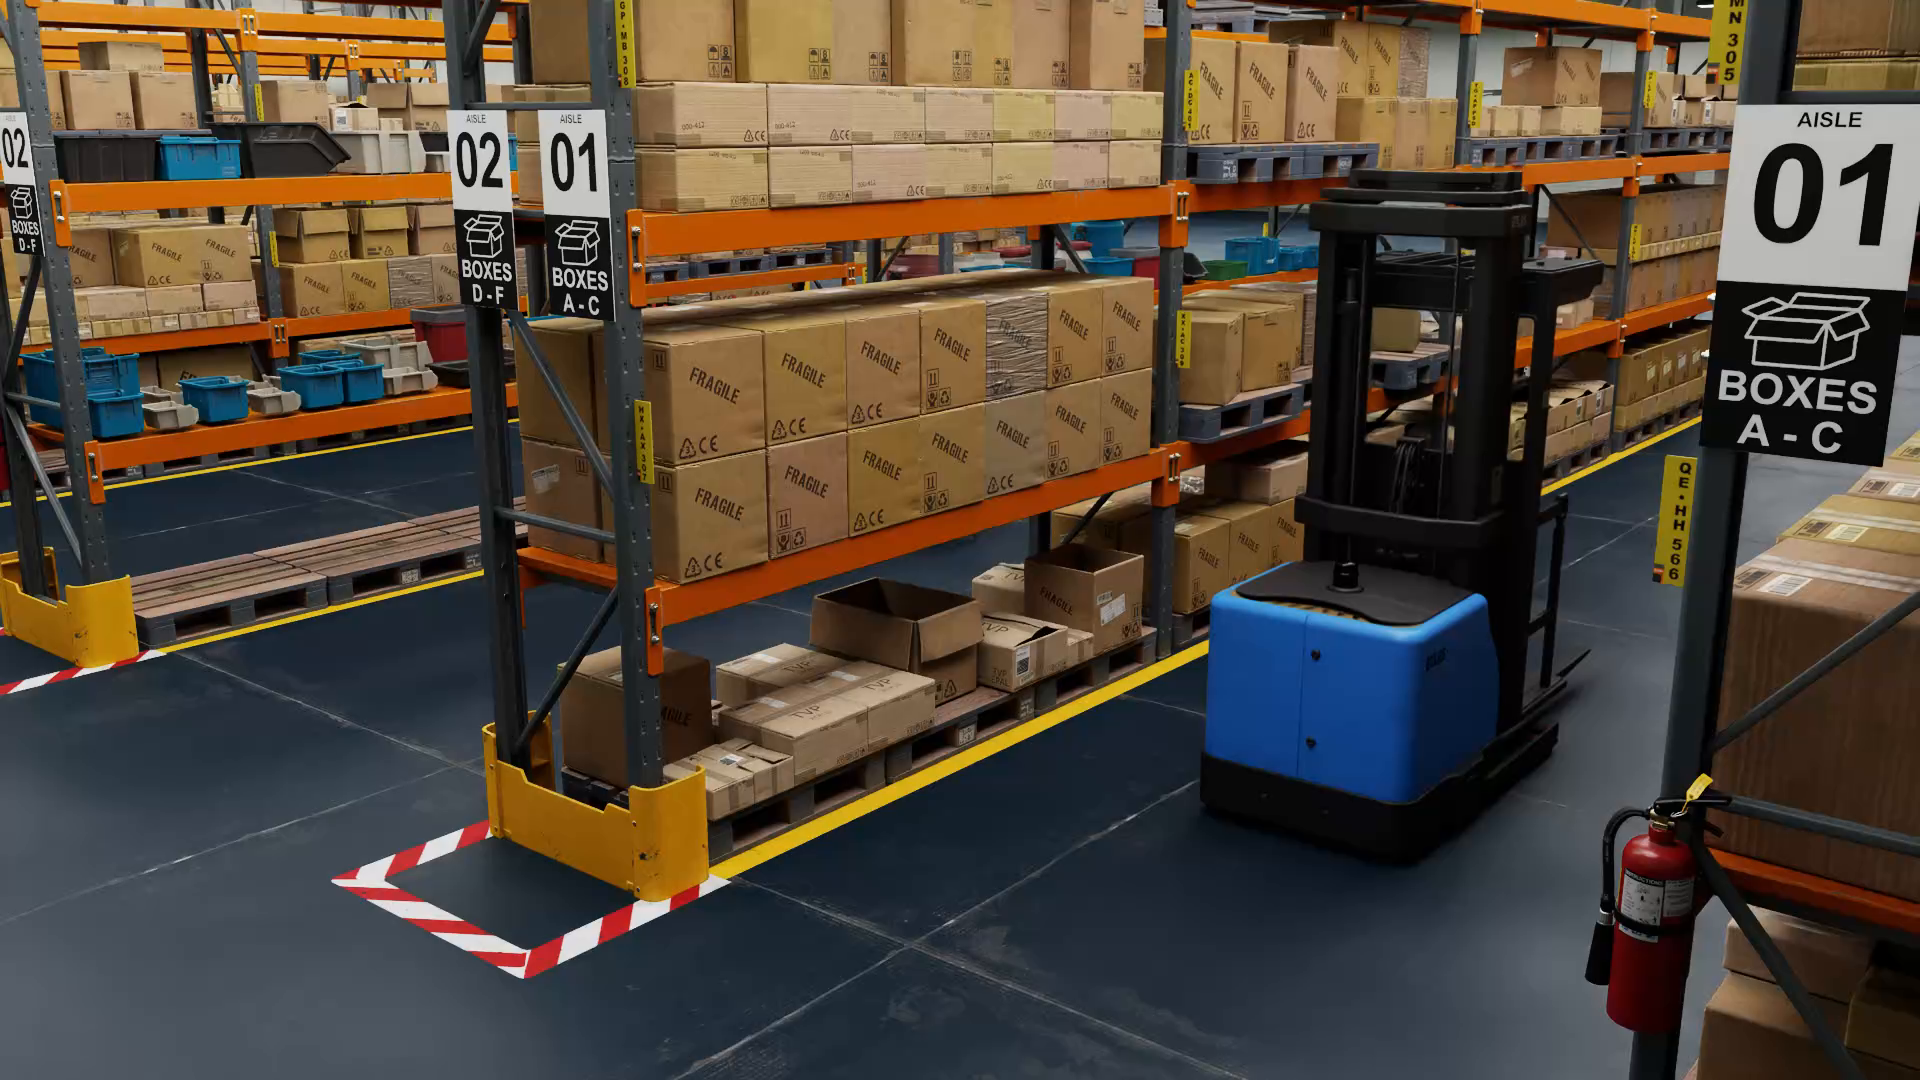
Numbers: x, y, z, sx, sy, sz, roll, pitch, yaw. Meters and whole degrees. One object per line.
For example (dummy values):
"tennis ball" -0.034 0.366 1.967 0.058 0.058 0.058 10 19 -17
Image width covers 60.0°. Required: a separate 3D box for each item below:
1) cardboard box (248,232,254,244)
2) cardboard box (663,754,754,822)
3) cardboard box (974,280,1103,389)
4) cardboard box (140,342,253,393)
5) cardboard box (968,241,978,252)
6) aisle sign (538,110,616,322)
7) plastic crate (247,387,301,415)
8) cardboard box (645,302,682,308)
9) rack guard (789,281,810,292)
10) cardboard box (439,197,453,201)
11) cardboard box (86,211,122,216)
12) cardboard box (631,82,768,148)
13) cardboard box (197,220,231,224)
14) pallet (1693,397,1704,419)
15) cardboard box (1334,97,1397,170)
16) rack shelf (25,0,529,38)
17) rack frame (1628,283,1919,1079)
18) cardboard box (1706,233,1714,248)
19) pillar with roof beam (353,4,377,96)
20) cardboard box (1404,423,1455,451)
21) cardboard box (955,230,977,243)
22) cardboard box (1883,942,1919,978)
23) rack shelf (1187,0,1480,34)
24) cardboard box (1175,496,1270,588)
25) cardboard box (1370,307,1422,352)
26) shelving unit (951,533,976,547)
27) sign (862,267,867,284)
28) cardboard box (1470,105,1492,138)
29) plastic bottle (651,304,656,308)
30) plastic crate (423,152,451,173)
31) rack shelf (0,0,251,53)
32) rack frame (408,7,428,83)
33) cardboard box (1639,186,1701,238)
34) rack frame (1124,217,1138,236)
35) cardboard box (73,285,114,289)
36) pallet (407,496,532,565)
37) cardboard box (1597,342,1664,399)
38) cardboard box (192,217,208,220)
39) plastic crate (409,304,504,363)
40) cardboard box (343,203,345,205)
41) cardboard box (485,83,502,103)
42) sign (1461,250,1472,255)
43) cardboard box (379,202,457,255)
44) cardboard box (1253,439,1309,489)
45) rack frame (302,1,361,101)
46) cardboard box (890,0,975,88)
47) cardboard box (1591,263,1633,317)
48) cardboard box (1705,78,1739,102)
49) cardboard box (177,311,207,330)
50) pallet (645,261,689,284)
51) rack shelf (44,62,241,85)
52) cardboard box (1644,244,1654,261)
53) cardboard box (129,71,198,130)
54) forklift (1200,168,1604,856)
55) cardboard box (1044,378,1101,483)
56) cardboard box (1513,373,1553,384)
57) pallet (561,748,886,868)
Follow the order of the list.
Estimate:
"cardboard box" -8.897 -3.714 20.440 0.380 0.149 0.250 12 18 39
"cardboard box" -1.132 1.094 7.359 0.380 0.149 0.250 11 18 38
"cardboard box" 0.415 -1.112 8.909 0.500 0.500 0.500 11 18 36
"cardboard box" -7.328 -1.407 15.769 0.875 0.875 0.875 11 18 38
"cardboard box" 0.039 -4.247 23.995 0.380 0.149 0.250 11 18 38
"aisle sign" -1.477 -1.249 6.405 0.394 0.787 0.004 11 18 38
"plastic crate" -4.409 -0.891 10.689 0.250 0.136 0.298 11 18 38
"cardboard box" -3.614 -2.715 20.114 0.500 0.250 0.500 -14 20 -43
"rack guard" -3.088 -4.226 28.478 1.175 0.500 0.348 11 18 38
"cardboard box" -7.204 -4.714 23.088 0.700 0.500 0.500 11 18 37
"cardboard box" -12.483 -4.941 23.984 0.500 0.500 0.500 12 18 39
"cardboard box" -1.137 -1.729 6.772 0.500 0.250 0.500 11 18 38
"cardboard box" -9.062 -3.809 20.209 0.380 0.149 0.250 12 19 39
"pallet" 7.946 -1.608 18.759 1.003 0.211 1.213 11 18 38
"cardboard box" 2.470 -2.796 11.479 0.910 0.500 0.500 11 18 38
"rack shelf" -4.256 -3.563 10.883 1.077 0.370 4.000 11 18 38
"rack frame" 2.193 0.718 3.941 1.000 3.000 0.127 11 18 38
"cardboard box" 7.978 -3.273 18.130 0.380 0.149 0.250 11 18 37
"pillar with roof beam" -8.670 -9.194 30.775 9.100 9.000 0.400 11 18 38
"cardboard box" 3.923 -0.777 13.420 0.500 0.311 0.500 12 19 39
"cardboard box" -0.245 -4.534 23.807 0.875 0.500 0.500 11 18 38
"cardboard box" 2.950 1.220 4.872 0.380 0.149 0.250 11 18 38
"rack shelf" 2.109 -3.562 10.878 1.077 0.370 4.000 11 18 38
"cardboard box" 1.672 0.026 10.850 0.500 0.500 0.500 12 18 38
"cardboard box" 3.058 -1.694 12.379 0.700 0.500 0.500 5 15 19
"shelving unit" -0.034 -0.499 12.690 0.215 1.050 0.252 11 18 38
"sign" -0.917 -2.510 16.316 0.100 0.325 0.005 11 18 38
"cardboard box" 3.923 -3.363 13.366 0.500 0.250 0.500 12 18 39
"plastic bottle" -2.559 -1.819 14.029 0.144 0.351 0.185 11 18 38
"plastic crate" -3.502 -2.605 11.464 0.293 0.136 0.466 11 18 38
"rack shelf" -8.108 -4.330 13.900 1.077 0.370 4.000 11 18 38
"rack frame" -10.878 -9.854 33.372 0.949 2.616 0.053 11 18 38
"cardboard box" 7.415 -3.493 17.681 0.700 0.500 0.500 11 18 38
"rack frame" 2.029 -3.113 19.022 1.000 3.000 0.127 11 18 38
"cardboard box" -7.988 -2.175 15.030 0.500 0.250 0.500 12 18 39
"pallet" -3.431 -0.083 12.757 1.003 0.211 1.213 11 18 38
"cardboard box" 6.723 -1.718 16.737 0.500 0.500 0.500 11 18 38
"cardboard box" -9.397 -3.960 20.805 0.380 0.149 0.250 12 19 39
"plastic crate" -3.755 -1.509 12.456 0.402 0.464 0.583 11 18 38
"cardboard box" -9.954 -5.590 27.113 0.500 0.500 0.500 11 18 38
"cardboard box" -5.138 -4.513 17.382 0.500 0.500 0.500 13 19 40
"sign" 3.794 -2.021 12.530 0.100 0.325 0.005 11 18 38
"cardboard box" -5.637 -3.257 17.347 0.797 0.503 0.637 12 19 39
"cardboard box" 2.289 -0.522 11.481 0.500 0.250 0.500 11 18 36
"rack frame" -8.131 -6.808 21.383 1.000 3.000 0.127 11 18 38
"cardboard box" -0.354 -2.412 7.936 0.700 0.500 0.500 11 18 38
"cardboard box" 6.154 -2.480 16.328 0.700 0.500 0.500 11 18 36
"cardboard box" 8.029 -4.778 18.136 0.797 0.503 0.637 13 19 41
"cardboard box" -7.111 -2.018 15.222 0.380 0.149 0.250 11 18 37
"pallet" -3.972 -3.174 19.649 1.213 0.211 1.003 11 18 38
"rack shelf" -14.651 -8.163 28.988 1.077 0.370 4.000 11 18 38
"cardboard box" 6.682 -2.879 16.578 0.380 0.149 0.250 11 18 37
"cardboard box" -7.296 -3.943 14.936 0.700 0.500 0.500 10 17 34
"forklift" 2.423 -0.348 8.276 1.130 2.935 3.031 11 18 36
"cardboard box" 0.414 -0.628 9.036 0.500 0.500 0.500 12 18 39
"cardboard box" 5.426 -1.448 16.060 0.500 0.311 0.500 11 18 38
"pallet" -1.114 1.136 7.958 1.003 0.211 1.213 11 18 38
